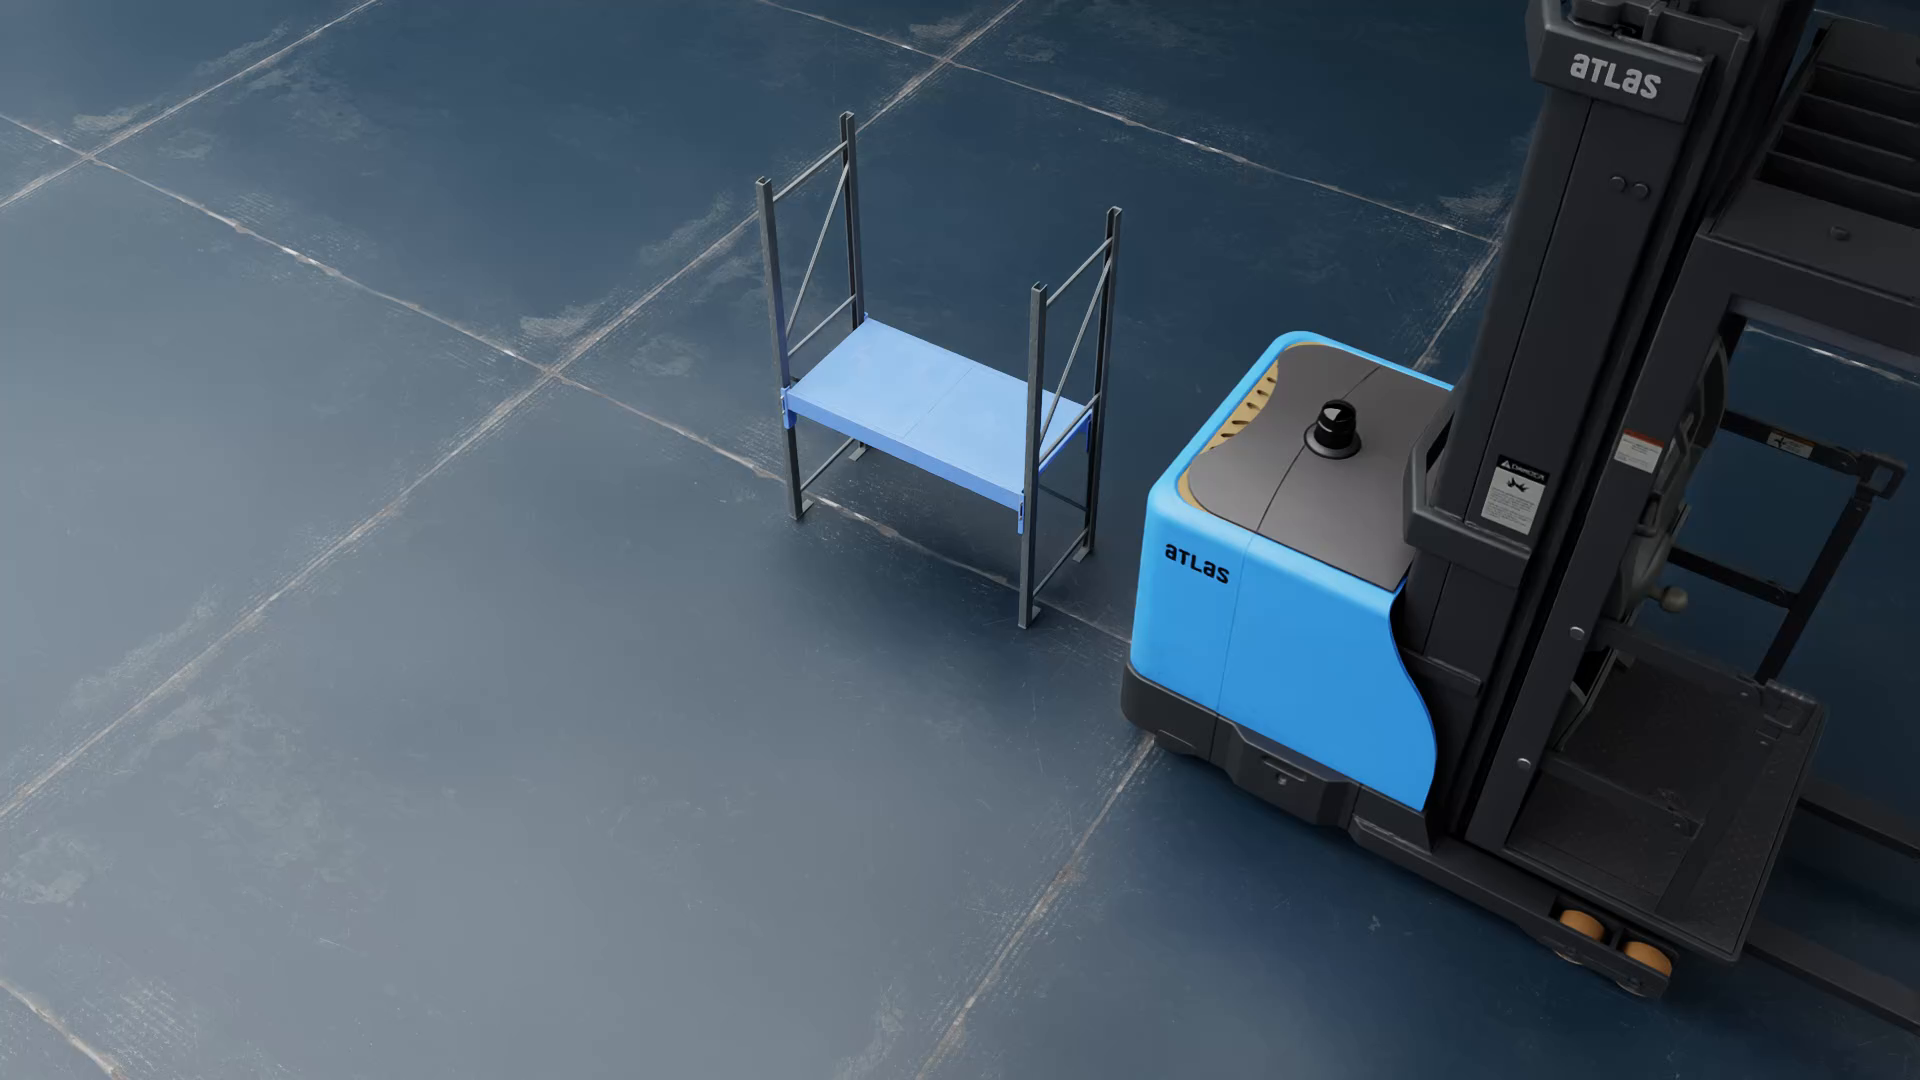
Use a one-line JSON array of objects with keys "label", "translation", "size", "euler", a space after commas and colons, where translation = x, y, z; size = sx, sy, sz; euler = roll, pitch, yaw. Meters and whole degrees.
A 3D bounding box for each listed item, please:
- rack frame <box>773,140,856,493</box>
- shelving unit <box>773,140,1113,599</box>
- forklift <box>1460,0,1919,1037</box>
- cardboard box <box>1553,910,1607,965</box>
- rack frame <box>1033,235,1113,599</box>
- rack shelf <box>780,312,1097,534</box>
[{"label": "rack frame", "translation": [-0.501, -0.752, 5.934], "size": [0.013, 1.308, 0.475], "euler": [25, 51, 22]}, {"label": "shelving unit", "translation": [-0.072, -0.556, 5.744], "size": [1.030, 1.308, 0.538], "euler": [25, 51, 22]}, {"label": "forklift", "translation": [2.050, -0.108, 4.311], "size": [3.031, 2.935, 1.121], "euler": [25, 51, 23]}, {"label": "cardboard box", "translation": [1.851, 1.190, 4.985], "size": [0.160, 0.156, 0.130], "euler": [24, 50, 21]}, {"label": "rack frame", "translation": [0.355, -0.358, 5.552], "size": [0.013, 1.308, 0.475], "euler": [25, 51, 22]}, {"label": "rack shelf", "translation": [-0.072, -0.430, 5.873], "size": [1.000, 0.185, 0.538], "euler": [25, 51, 22]}]
